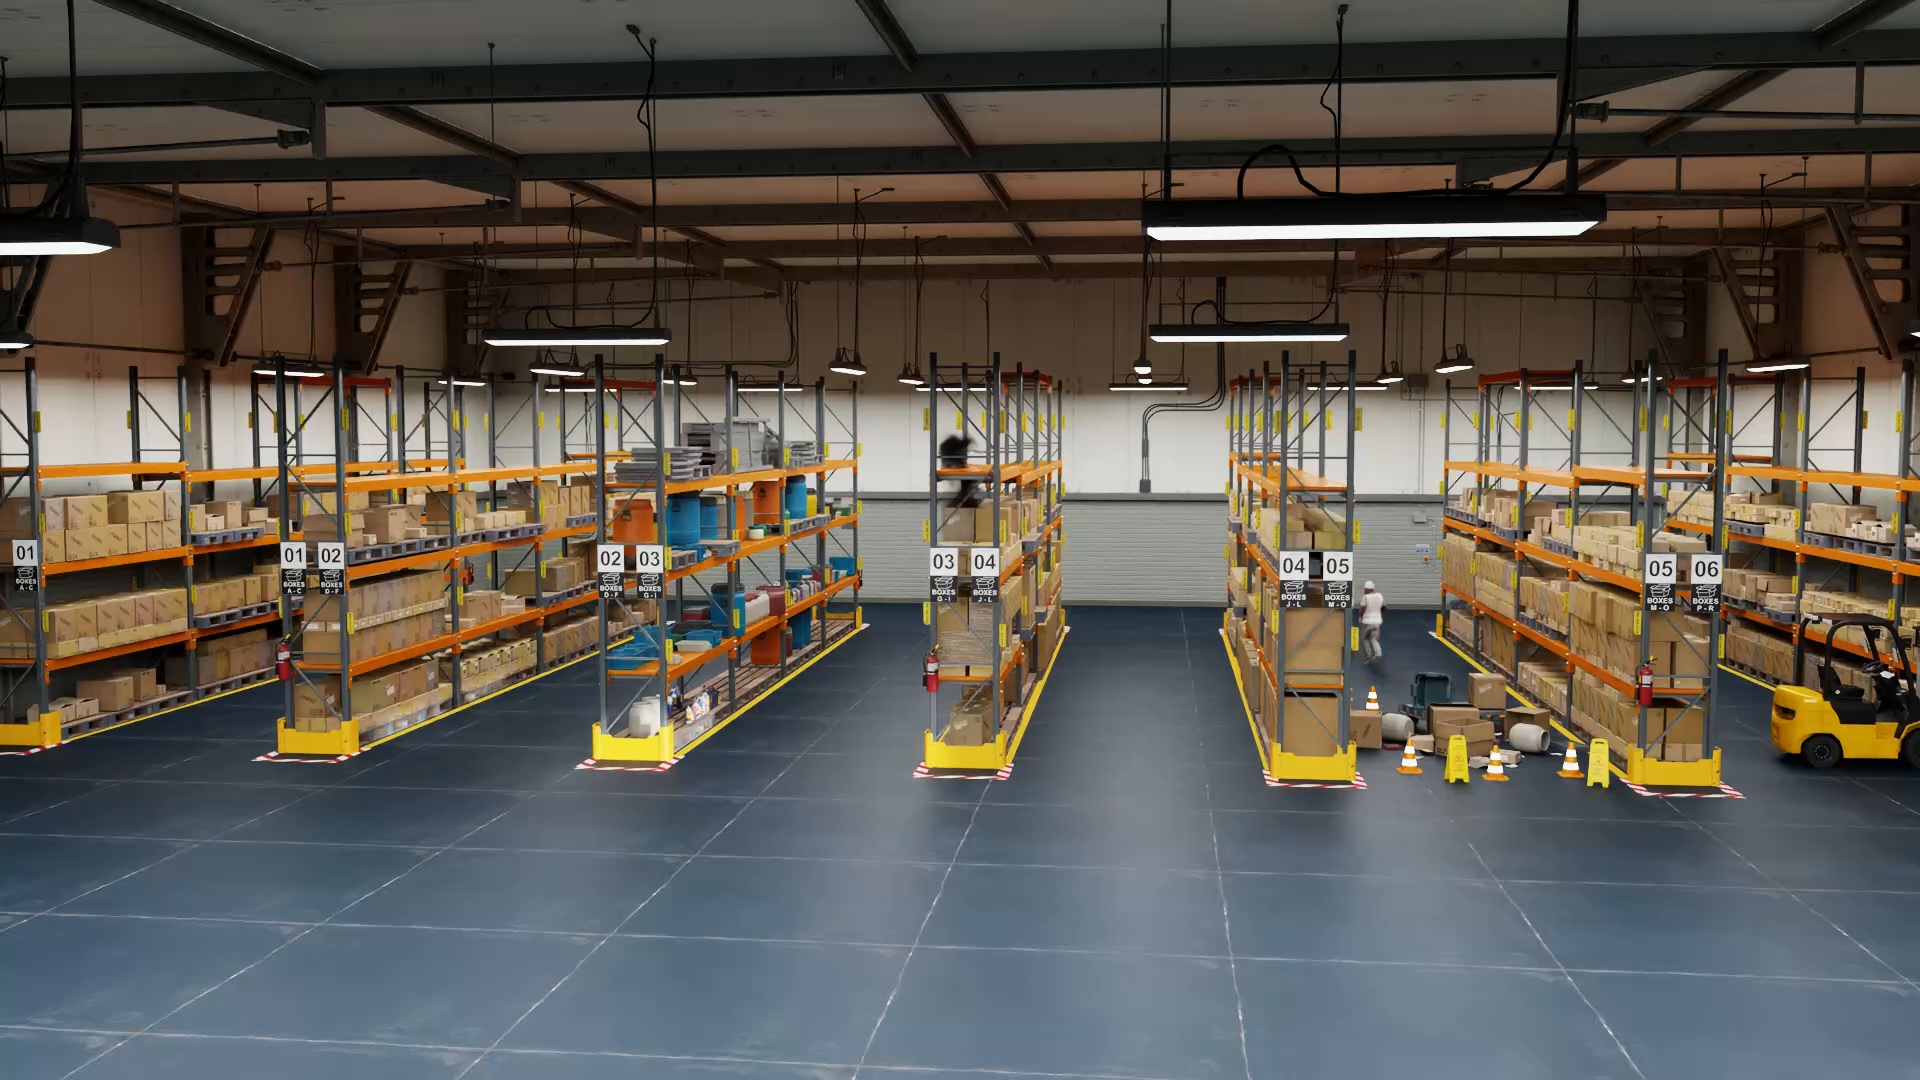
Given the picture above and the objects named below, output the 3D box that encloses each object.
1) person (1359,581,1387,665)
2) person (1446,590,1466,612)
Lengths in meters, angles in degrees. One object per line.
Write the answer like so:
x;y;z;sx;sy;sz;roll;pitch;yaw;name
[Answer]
8.490;1.727;34.057;0.666;1.757;0.769;-1;4;-11;person
12.034;1.326;39.987;0.726;1.692;0.723;1;4;19;person
